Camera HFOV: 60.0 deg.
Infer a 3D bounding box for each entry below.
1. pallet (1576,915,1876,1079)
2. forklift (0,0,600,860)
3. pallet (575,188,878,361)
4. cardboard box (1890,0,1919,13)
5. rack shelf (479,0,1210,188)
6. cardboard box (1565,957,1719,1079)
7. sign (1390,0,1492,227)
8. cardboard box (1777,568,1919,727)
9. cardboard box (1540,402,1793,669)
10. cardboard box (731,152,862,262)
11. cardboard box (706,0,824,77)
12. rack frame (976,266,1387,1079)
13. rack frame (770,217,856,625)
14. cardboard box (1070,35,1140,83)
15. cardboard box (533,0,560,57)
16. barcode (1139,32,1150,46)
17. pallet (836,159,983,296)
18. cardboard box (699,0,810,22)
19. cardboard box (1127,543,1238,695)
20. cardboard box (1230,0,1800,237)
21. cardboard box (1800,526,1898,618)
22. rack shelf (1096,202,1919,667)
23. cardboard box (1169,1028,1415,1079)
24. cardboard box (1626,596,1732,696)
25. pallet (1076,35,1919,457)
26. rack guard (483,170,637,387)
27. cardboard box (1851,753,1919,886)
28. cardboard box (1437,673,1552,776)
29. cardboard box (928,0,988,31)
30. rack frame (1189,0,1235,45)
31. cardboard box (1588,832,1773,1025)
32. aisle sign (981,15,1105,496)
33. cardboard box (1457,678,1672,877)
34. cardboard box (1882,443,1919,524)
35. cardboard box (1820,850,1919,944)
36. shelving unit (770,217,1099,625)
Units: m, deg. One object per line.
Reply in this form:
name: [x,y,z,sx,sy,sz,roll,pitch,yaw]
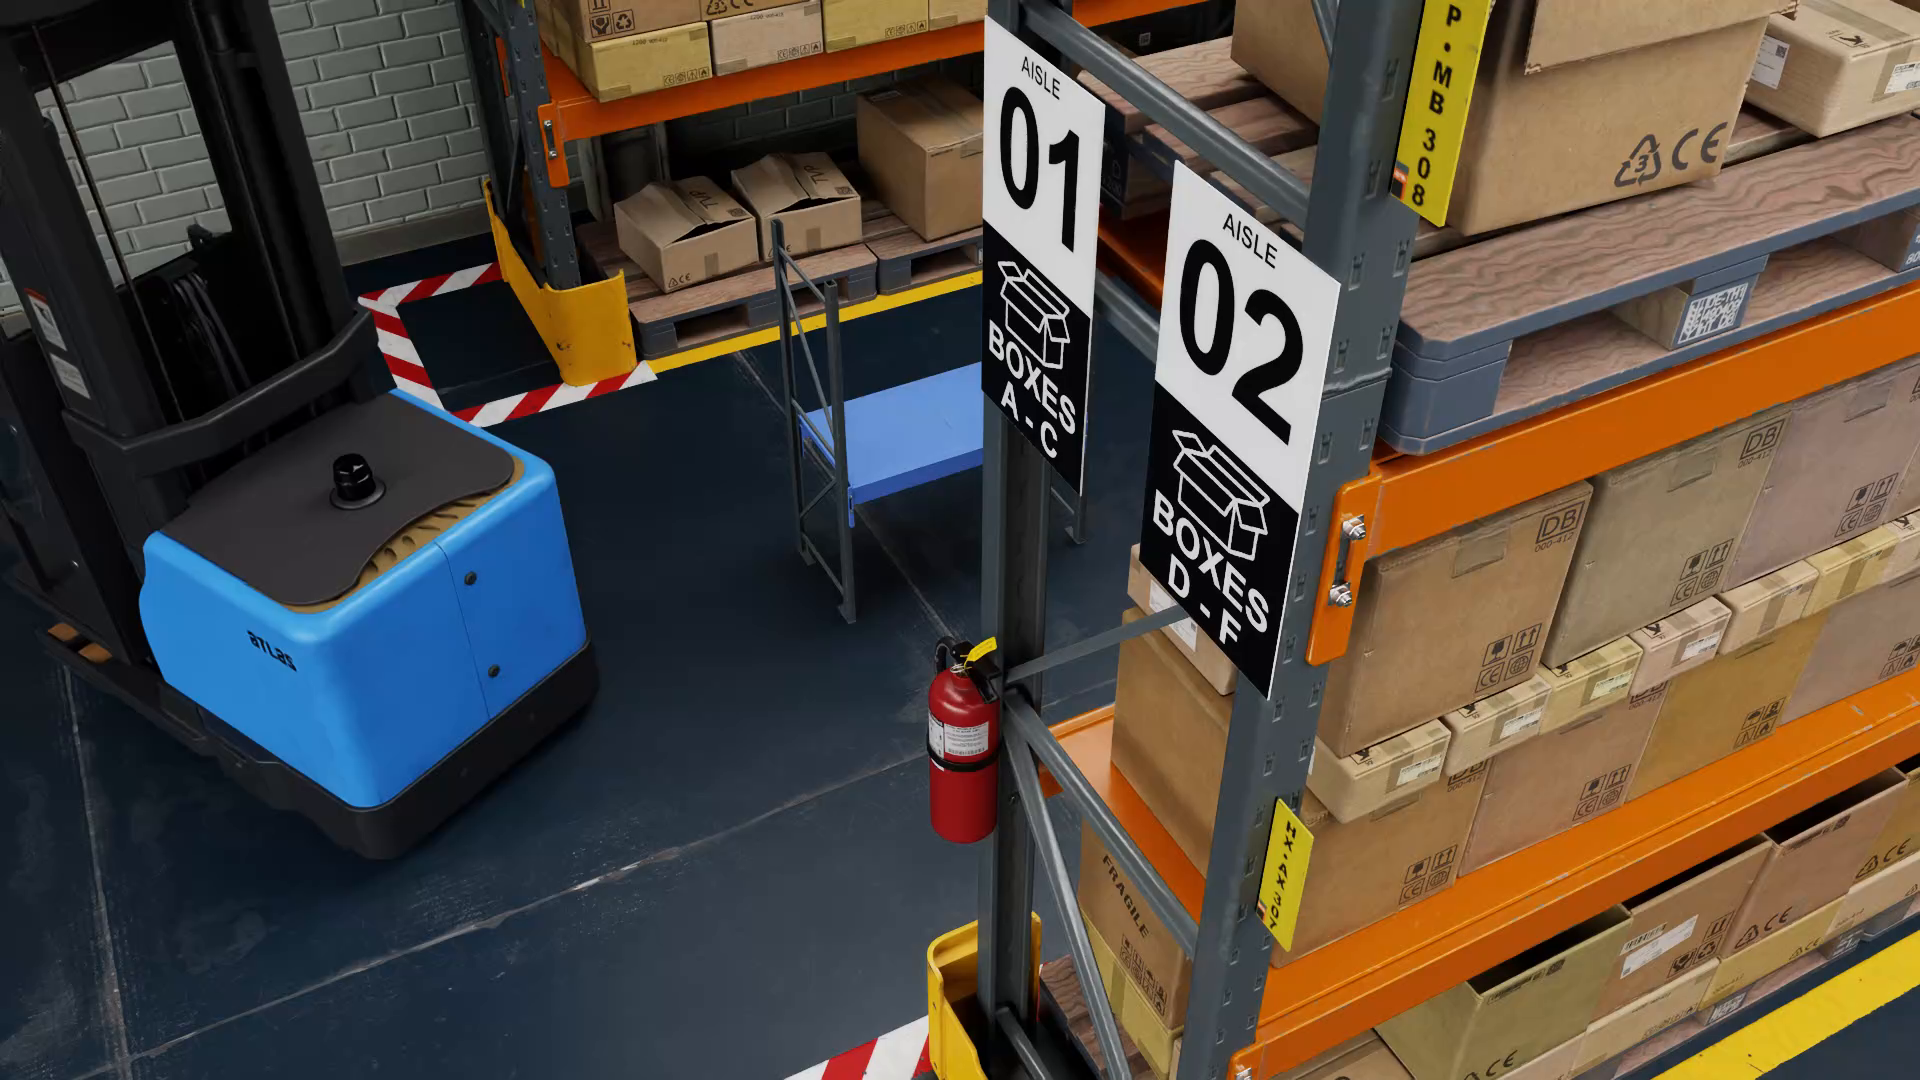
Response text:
pallet: [2.069,1.096,5.292,1.213,0.211,1.003,-19,44,-21]
forklift: [-2.800,-0.835,5.468,3.031,2.935,1.130,24,46,26]
pallet: [-1.158,-1.373,8.208,1.213,0.211,1.003,-19,44,-21]
cardboard box: [1.929,-1.090,2.884,0.500,0.500,0.500,-19,44,-21]
rack shelf: [-0.188,-2.514,7.956,4.000,0.370,1.077,-19,44,-21]
cardboard box: [1.793,1.202,4.812,0.500,0.250,0.500,-19,44,-21]
sign: [0.581,-0.544,2.011,0.005,0.325,0.100,-19,44,-21]
cardboard box: [2.121,0.012,4.337,0.500,0.500,0.700,-17,43,-19]
cardboard box: [1.260,-0.196,3.578,0.500,0.500,0.700,-20,44,-22]
cardboard box: [-0.801,-1.659,8.129,0.500,0.311,0.500,-15,43,-17]
cardboard box: [-0.929,-2.269,7.210,0.500,0.250,0.500,-20,44,-22]
rack frame: [0.330,0.645,3.666,0.127,3.000,1.000,-19,44,-21]
rack frame: [-0.527,-0.395,6.056,0.032,1.500,0.500,-19,44,-21]
cardboard box: [0.684,-2.267,8.701,0.500,0.500,0.500,-22,45,-24]
cardboard box: [-1.637,-2.393,7.356,0.500,0.250,0.500,-18,43,-20]
barcode: [0.996,-2.698,8.962,0.075,0.075,0.001,-19,44,-21]
pallet: [-0.077,-1.734,8.635,1.213,0.211,1.003,-19,44,-21]
cardboard box: [-0.957,-2.541,6.950,0.500,0.500,0.500,-18,44,-21]
cardboard box: [0.580,0.136,3.688,0.250,0.149,0.380,-19,44,-21]
cardboard box: [0.841,-0.922,2.682,0.637,0.503,0.797,-16,43,-18]
cardboard box: [1.918,-0.020,3.872,0.250,0.149,0.380,-19,44,-21]
rack shelf: [2.103,-0.822,3.634,4.000,0.370,1.077,-19,44,-21]
cardboard box: [0.908,1.502,4.457,0.500,0.250,0.500,-19,44,-21]
cardboard box: [1.457,0.138,3.686,0.250,0.149,0.380,-19,44,-21]
pallet: [0.969,-0.662,2.957,1.213,0.211,1.003,-19,44,-21]
rack guard: [-1.895,-1.261,7.852,0.348,0.500,1.175,-19,44,-21]
cardboard box: [2.676,0.612,4.928,0.500,0.500,0.500,-19,44,-21]
cardboard box: [1.010,0.286,3.512,0.250,0.149,0.380,-20,44,-22]
cardboard box: [-0.025,-2.568,7.562,0.500,0.250,0.500,-18,44,-20]
rack frame: [1.586,-3.386,8.428,0.127,3.000,1.000,-19,44,-21]
cardboard box: [1.788,0.909,4.577,0.500,0.500,0.500,-19,44,-21]
aisle sign: [0.136,-0.496,3.002,0.004,0.787,0.394,-19,44,-21]
cardboard box: [1.213,0.316,3.978,0.500,0.500,0.700,-17,43,-20]
cardboard box: [2.151,-0.496,3.933,0.500,0.500,0.700,-19,44,-21]
cardboard box: [2.682,0.906,5.162,0.500,0.250,0.500,-19,44,-21]
shelving unit: [-0.076,-0.547,6.235,1.048,1.500,0.538,-19,44,-21]
